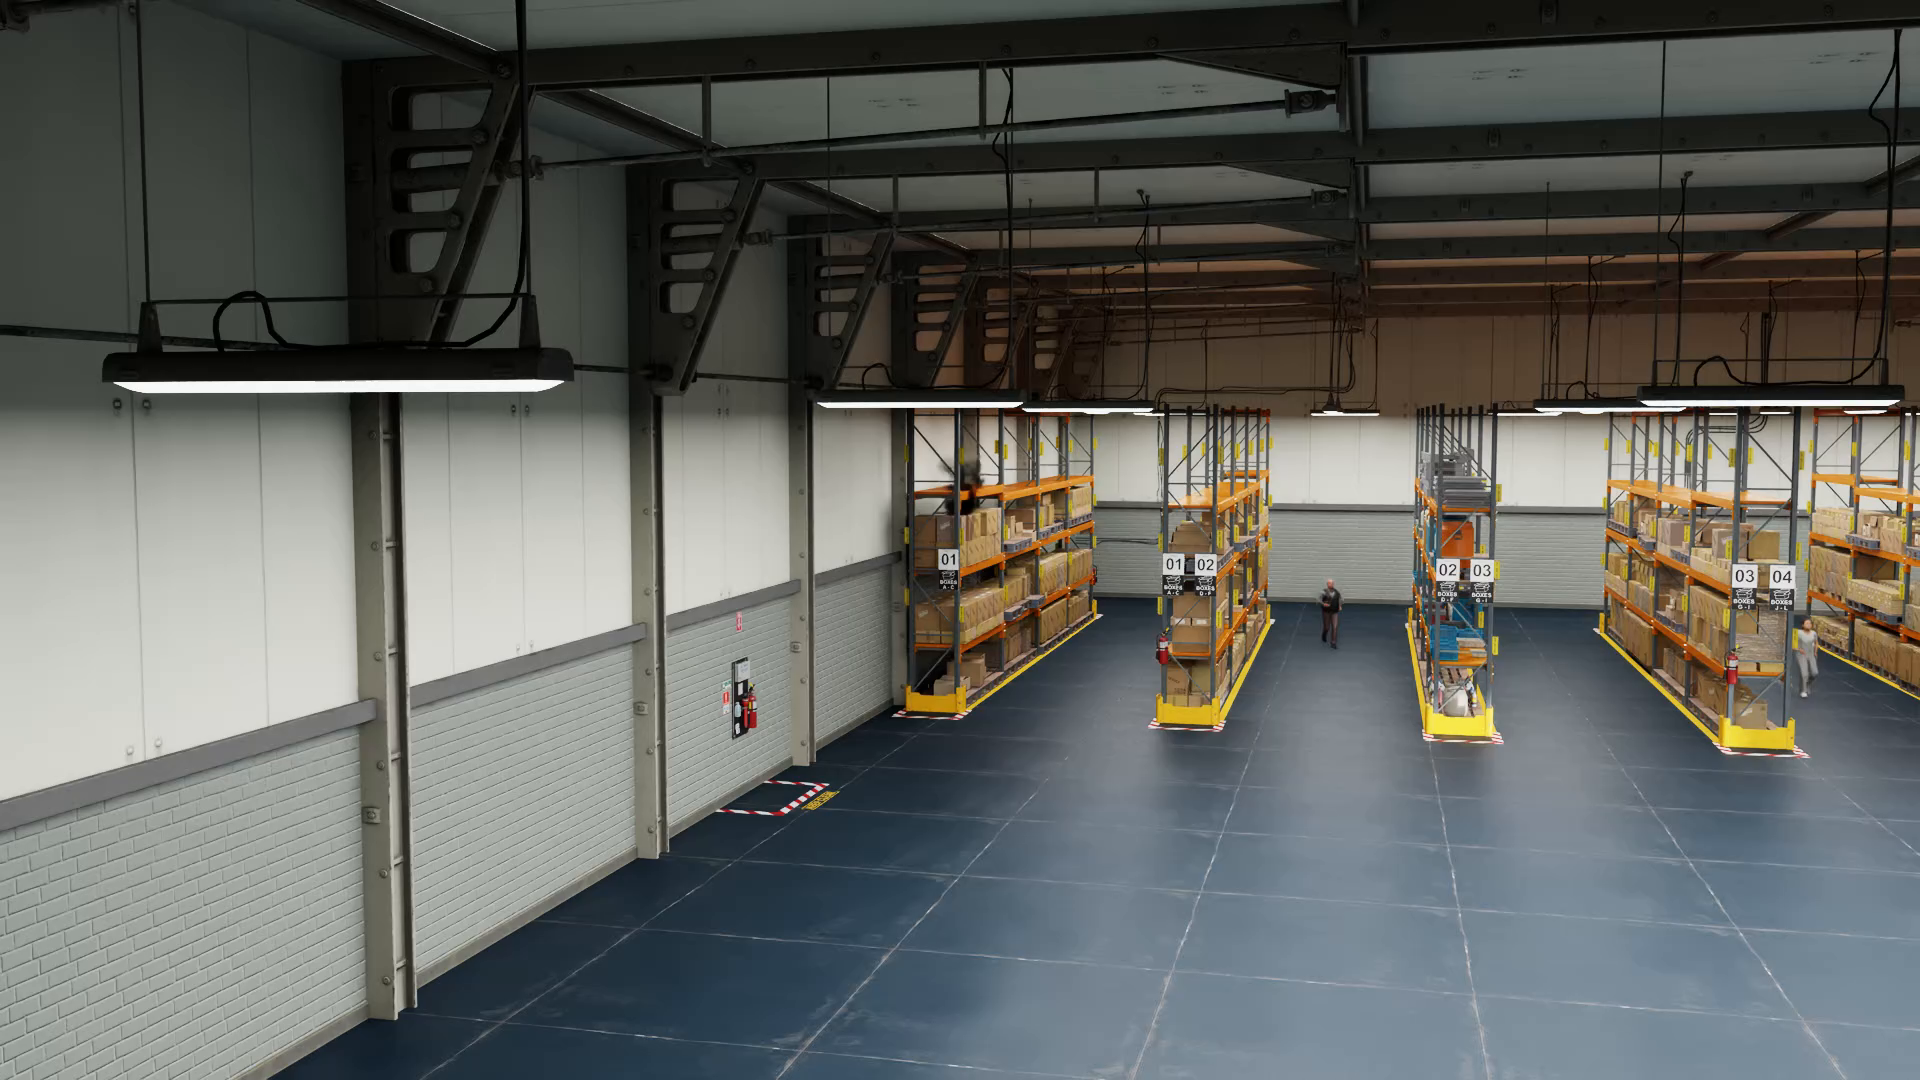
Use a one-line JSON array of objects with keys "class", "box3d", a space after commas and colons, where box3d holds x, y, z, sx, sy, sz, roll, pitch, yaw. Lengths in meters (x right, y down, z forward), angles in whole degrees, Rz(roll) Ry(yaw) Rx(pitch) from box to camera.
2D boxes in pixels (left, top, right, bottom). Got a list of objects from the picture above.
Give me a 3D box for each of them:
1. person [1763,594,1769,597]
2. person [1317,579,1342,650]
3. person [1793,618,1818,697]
[{"class": "person", "box3d": [20.464, 1.745, 42.361, 0.664, 1.797, 0.914, 2, 4, 21]}, {"class": "person", "box3d": [9.251, 1.837, 41.539, 0.661, 1.718, 0.936, 0, 4, -2]}, {"class": "person", "box3d": [17.370, 2.417, 34.145, 0.578, 1.633, 0.549, 0, 4, 5]}]
